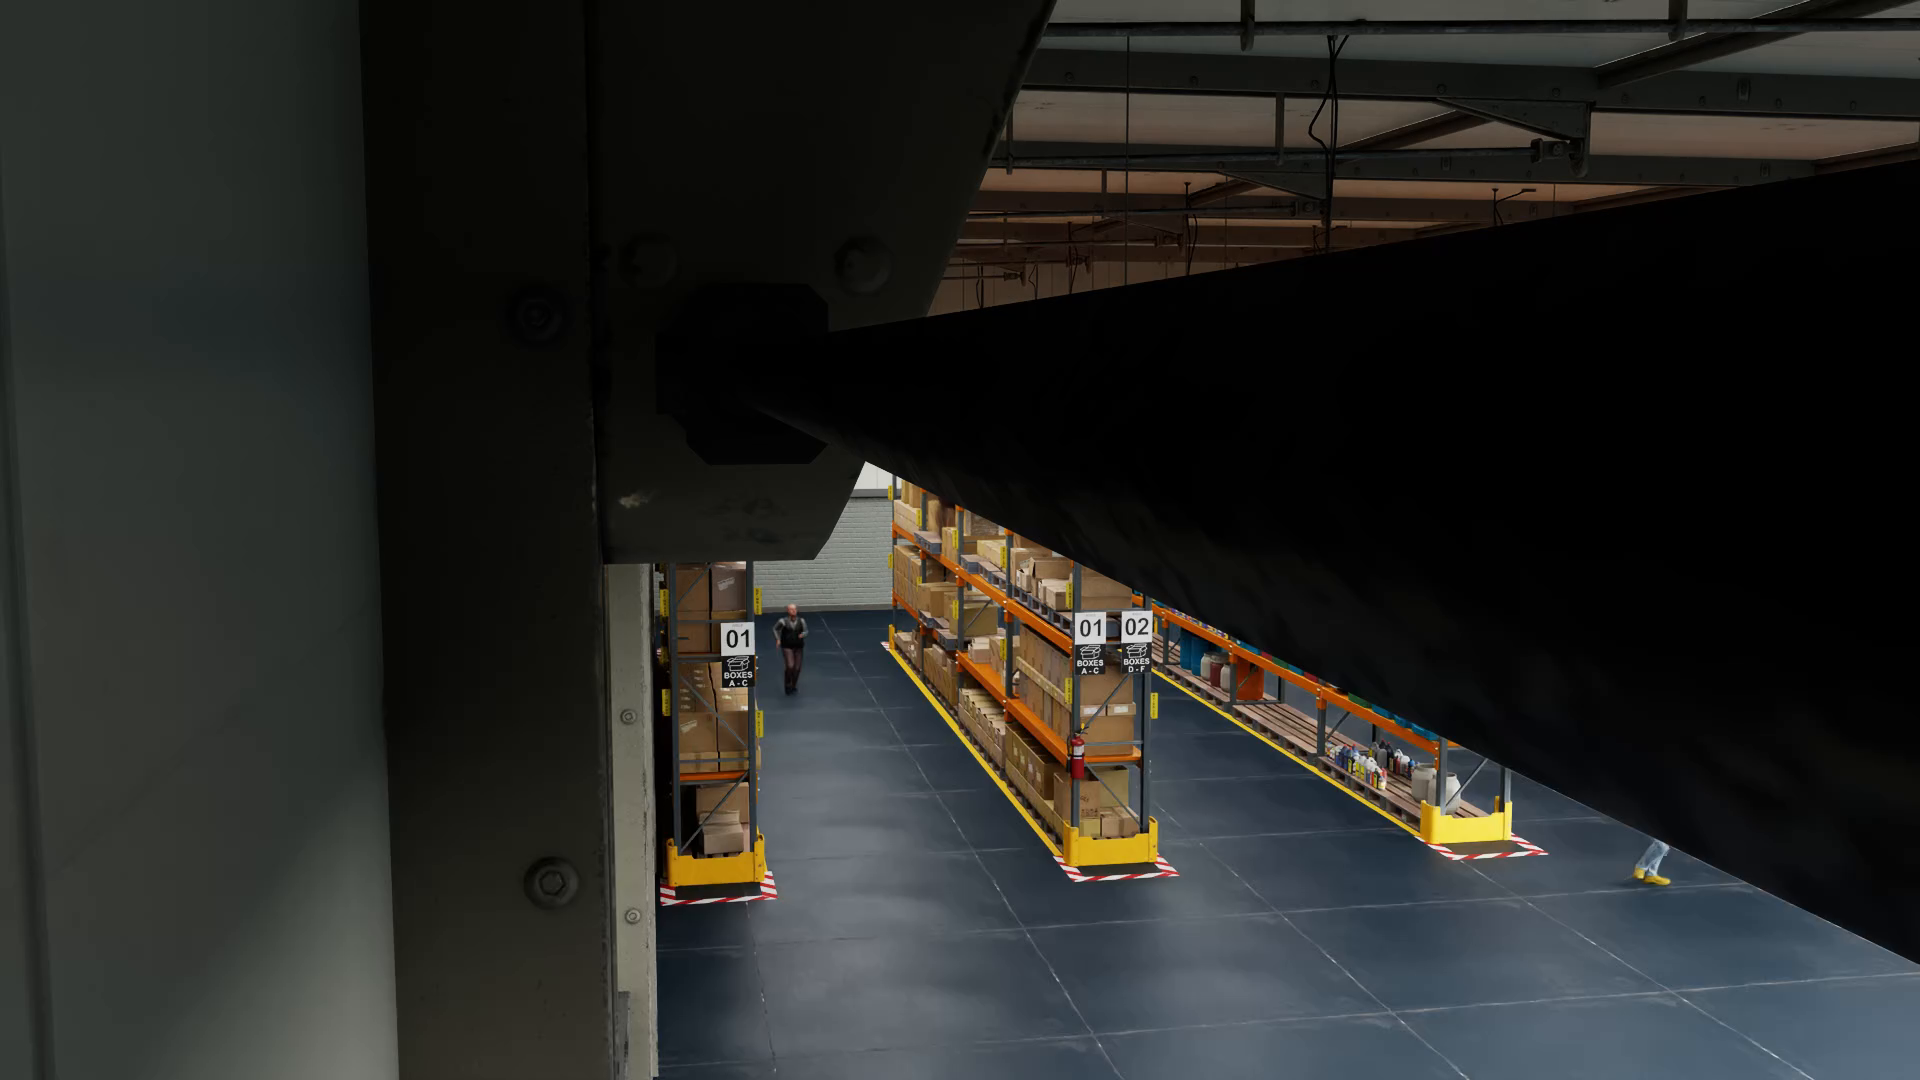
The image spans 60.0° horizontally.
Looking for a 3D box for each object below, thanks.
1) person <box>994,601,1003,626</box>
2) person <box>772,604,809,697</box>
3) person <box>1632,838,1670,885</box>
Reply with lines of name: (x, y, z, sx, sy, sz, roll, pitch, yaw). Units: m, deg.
person: (0.771, 1.533, 36.659, 0.572, 1.718, 0.695, -3, 7, -25)
person: (-3.171, 2.086, 31.434, 0.644, 1.748, 0.724, -2, 7, -21)
person: (8.440, 3.290, 20.054, 0.672, 1.743, 0.456, -5, 8, -38)
